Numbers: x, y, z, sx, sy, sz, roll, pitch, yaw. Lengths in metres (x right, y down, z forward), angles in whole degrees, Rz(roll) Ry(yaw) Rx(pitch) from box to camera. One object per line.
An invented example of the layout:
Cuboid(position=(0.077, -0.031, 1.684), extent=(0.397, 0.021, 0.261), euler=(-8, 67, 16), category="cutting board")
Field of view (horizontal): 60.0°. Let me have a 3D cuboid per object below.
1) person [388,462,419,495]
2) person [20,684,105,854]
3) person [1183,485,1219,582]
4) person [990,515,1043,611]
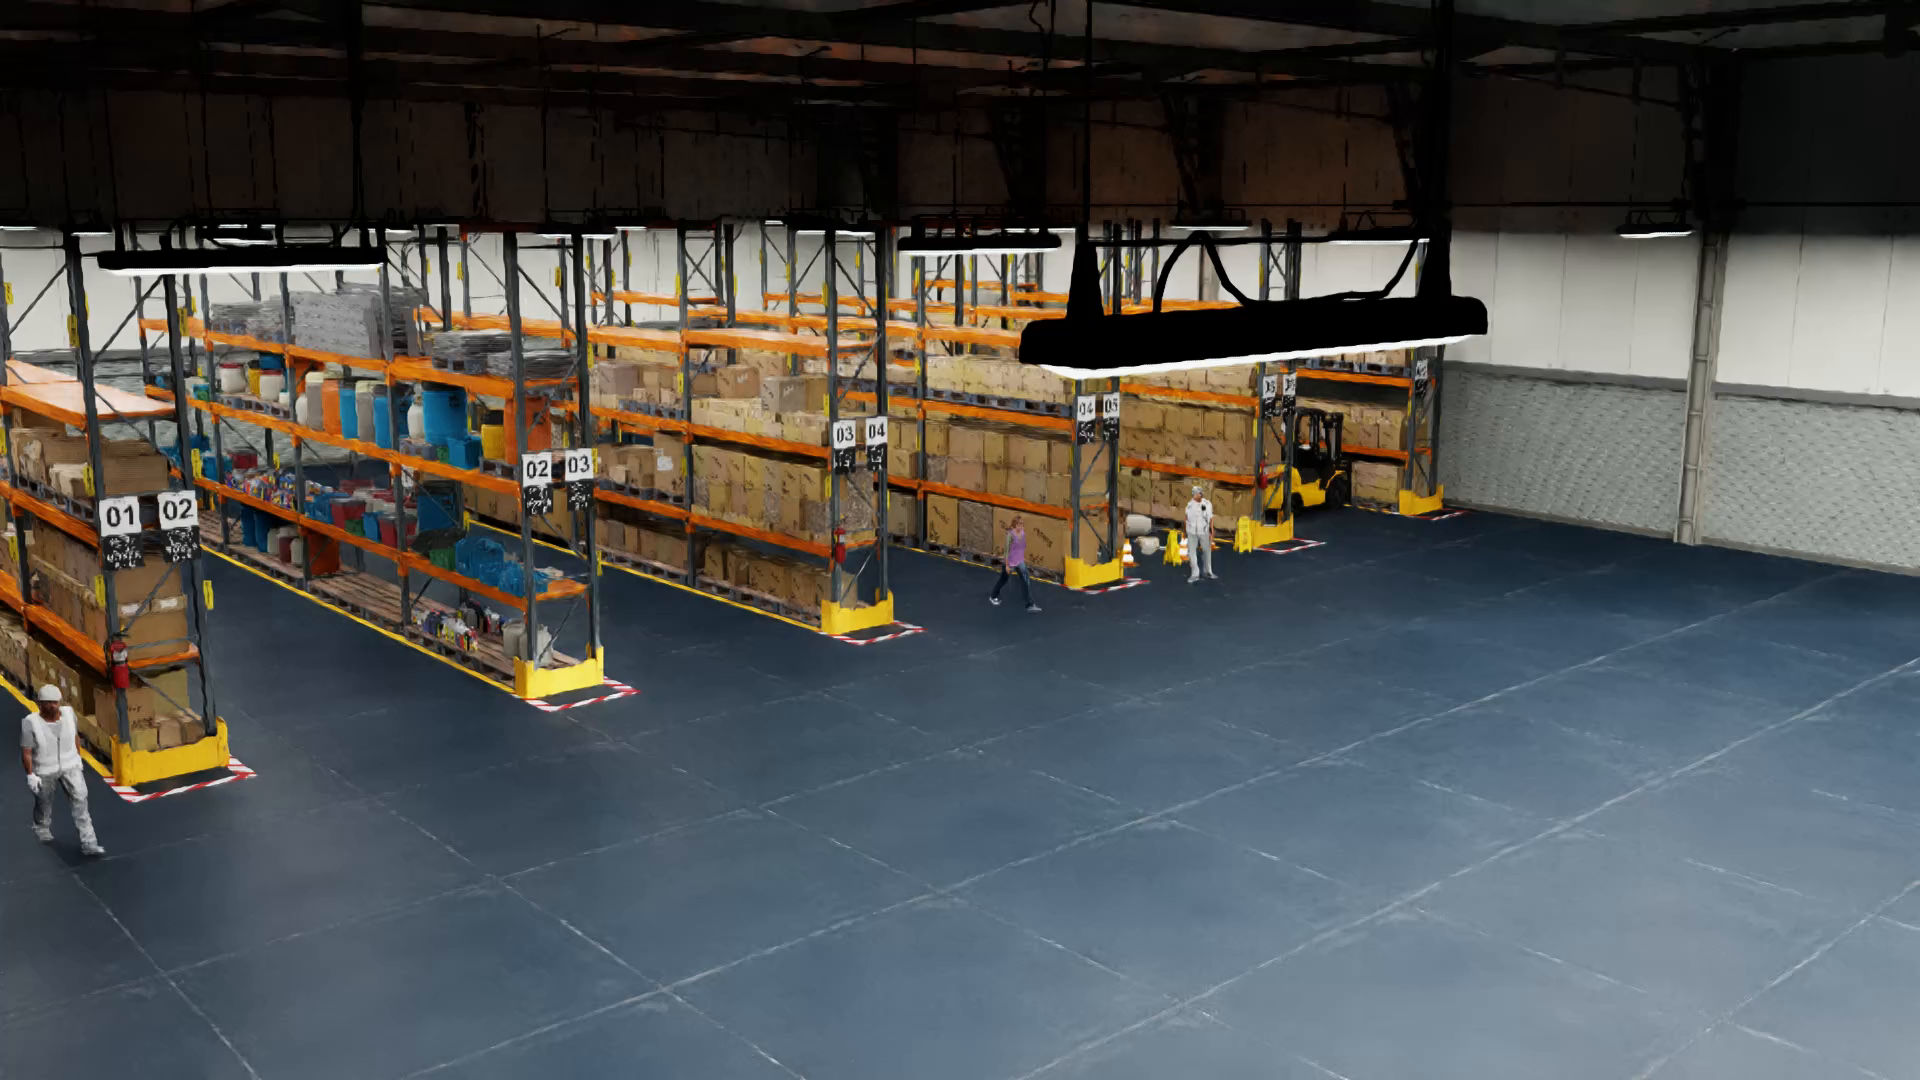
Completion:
Cuboid(position=(-11.050, -1.134, 33.159), extent=(0.575, 1.689, 1.128), euler=(-11, 16, -43), category="person")
Cuboid(position=(-8.903, 2.238, 16.378), extent=(0.571, 1.702, 1.114), euler=(-11, 16, -42), category="person")
Cuboid(position=(4.112, -0.126, 28.382), extent=(0.597, 1.649, 0.558), euler=(4, 12, 20), category="person")
Cuboid(position=(0.849, 0.346, 26.247), extent=(0.417, 1.517, 1.037), euler=(-9, 15, -38), category="person")
